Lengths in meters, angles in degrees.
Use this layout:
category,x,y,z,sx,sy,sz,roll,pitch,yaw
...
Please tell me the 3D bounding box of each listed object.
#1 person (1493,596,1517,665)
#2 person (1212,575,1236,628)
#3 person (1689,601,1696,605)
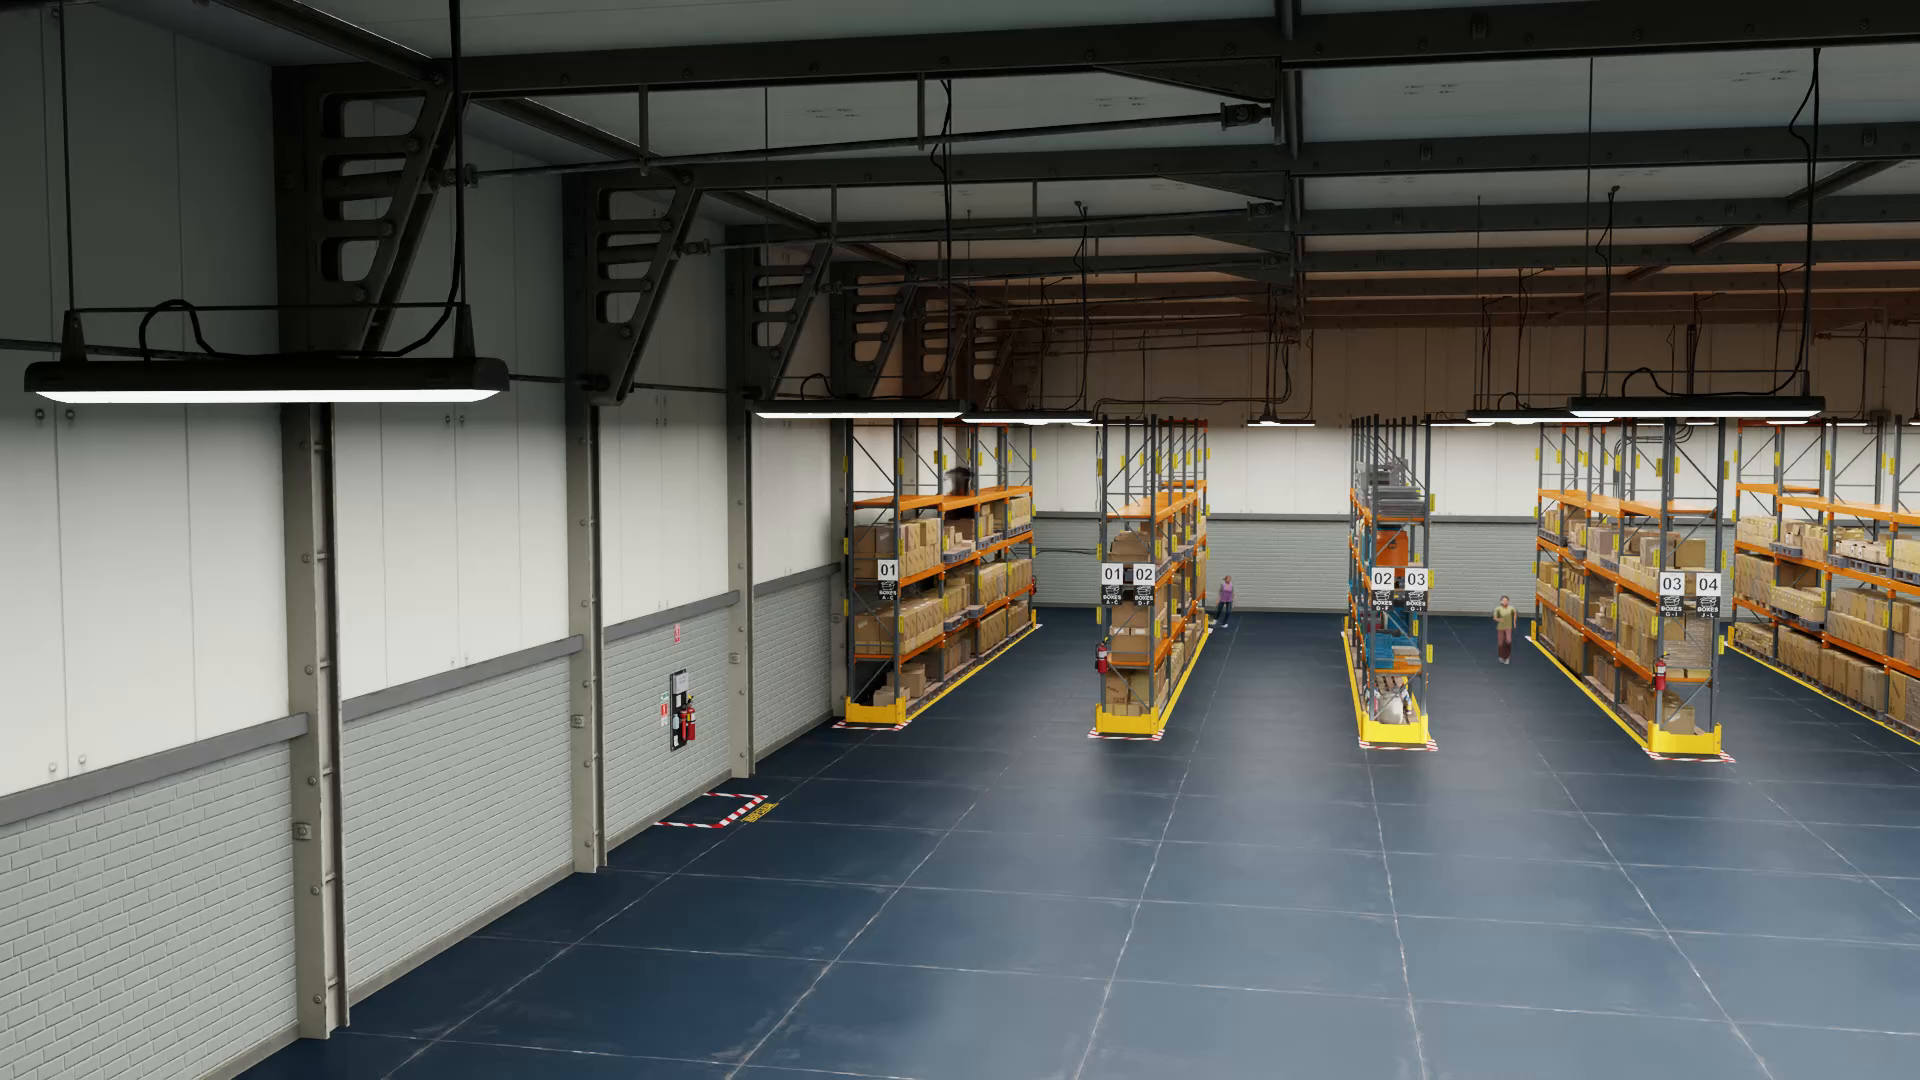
category,x,y,z,sx,sy,sz,roll,pitch,yaw
person,13.263,2.196,40.483,0.560,1.691,0.777,1,4,14
person,7.616,1.759,47.976,0.635,1.535,0.561,0,4,-1
person,18.219,2.064,41.869,0.718,1.729,0.682,2,4,28
